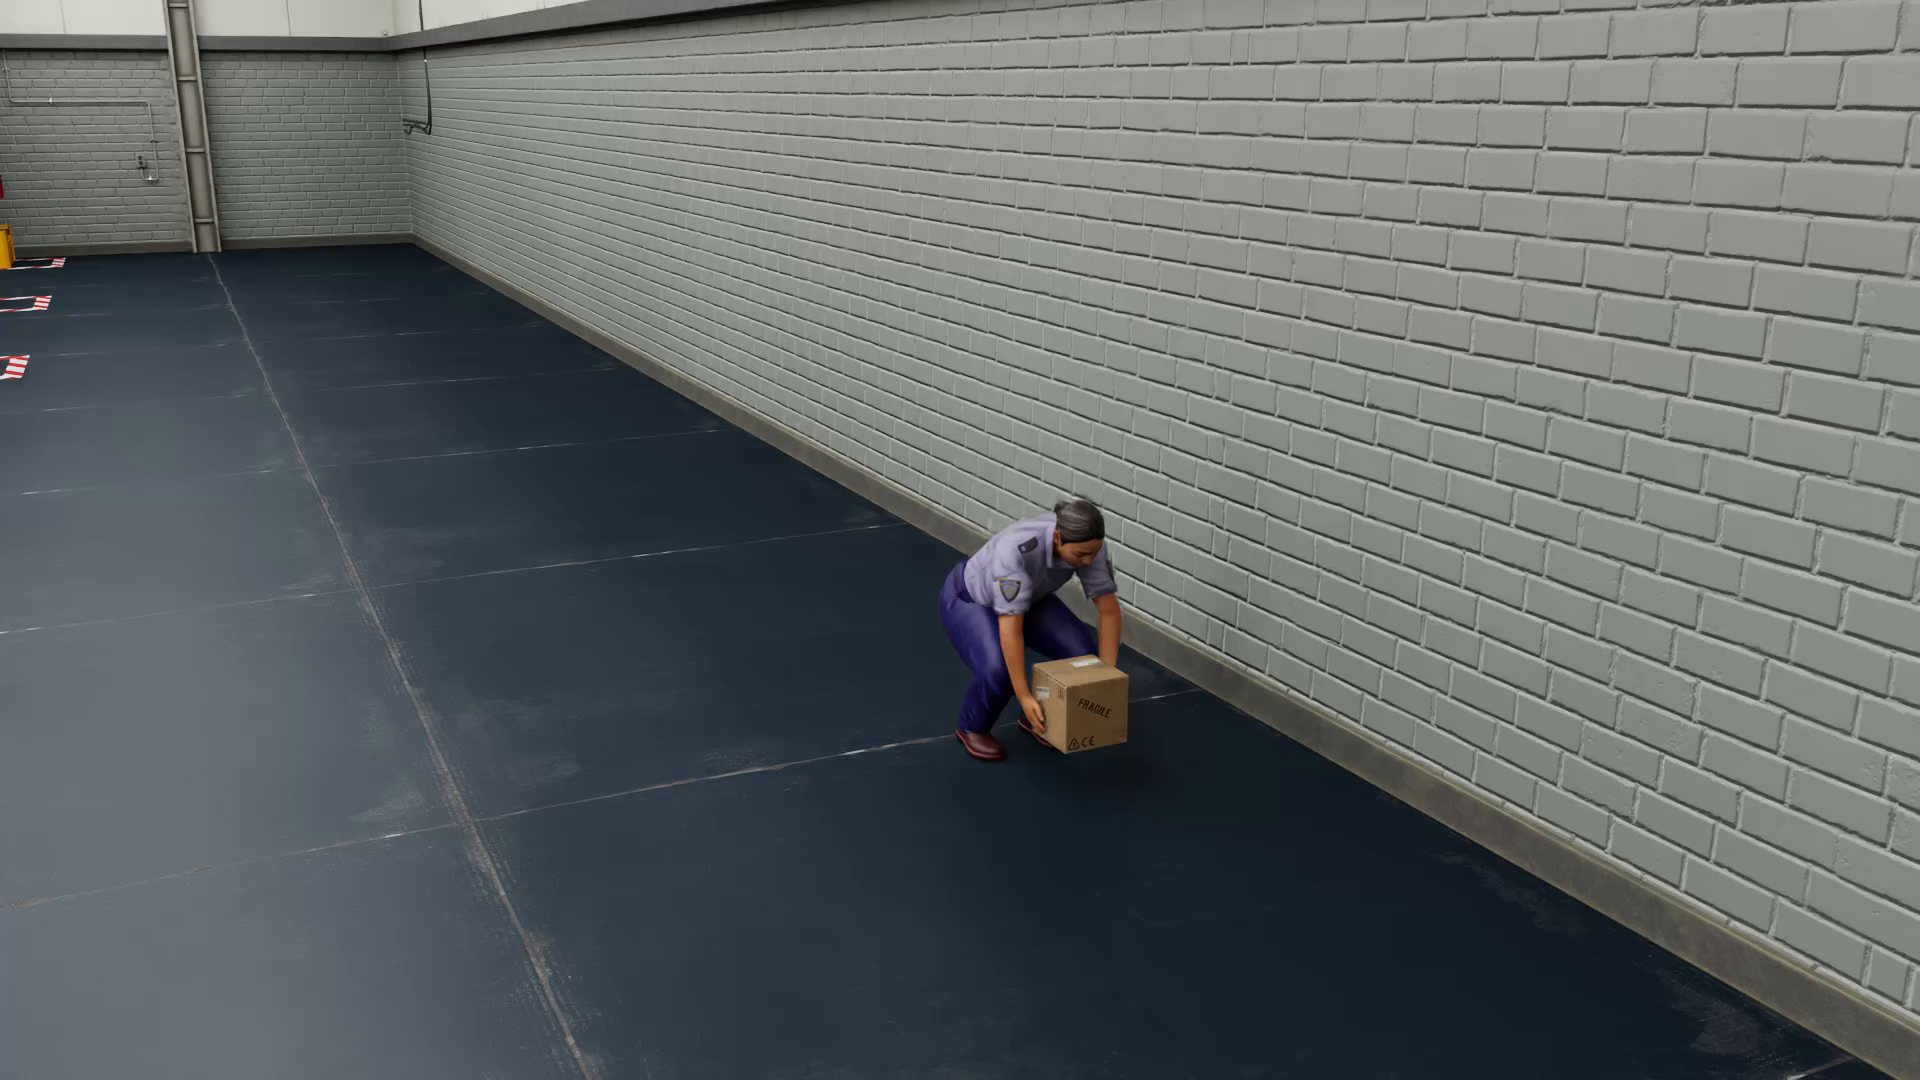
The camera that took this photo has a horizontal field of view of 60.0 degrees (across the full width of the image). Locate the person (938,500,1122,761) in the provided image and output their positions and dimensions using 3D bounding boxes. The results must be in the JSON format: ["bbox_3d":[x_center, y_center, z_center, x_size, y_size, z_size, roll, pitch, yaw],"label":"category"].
[{"bbox_3d":[0.263,0.304,6.140,0.531,1.020,0.795,-7,17,-25],"label":"person"}]
